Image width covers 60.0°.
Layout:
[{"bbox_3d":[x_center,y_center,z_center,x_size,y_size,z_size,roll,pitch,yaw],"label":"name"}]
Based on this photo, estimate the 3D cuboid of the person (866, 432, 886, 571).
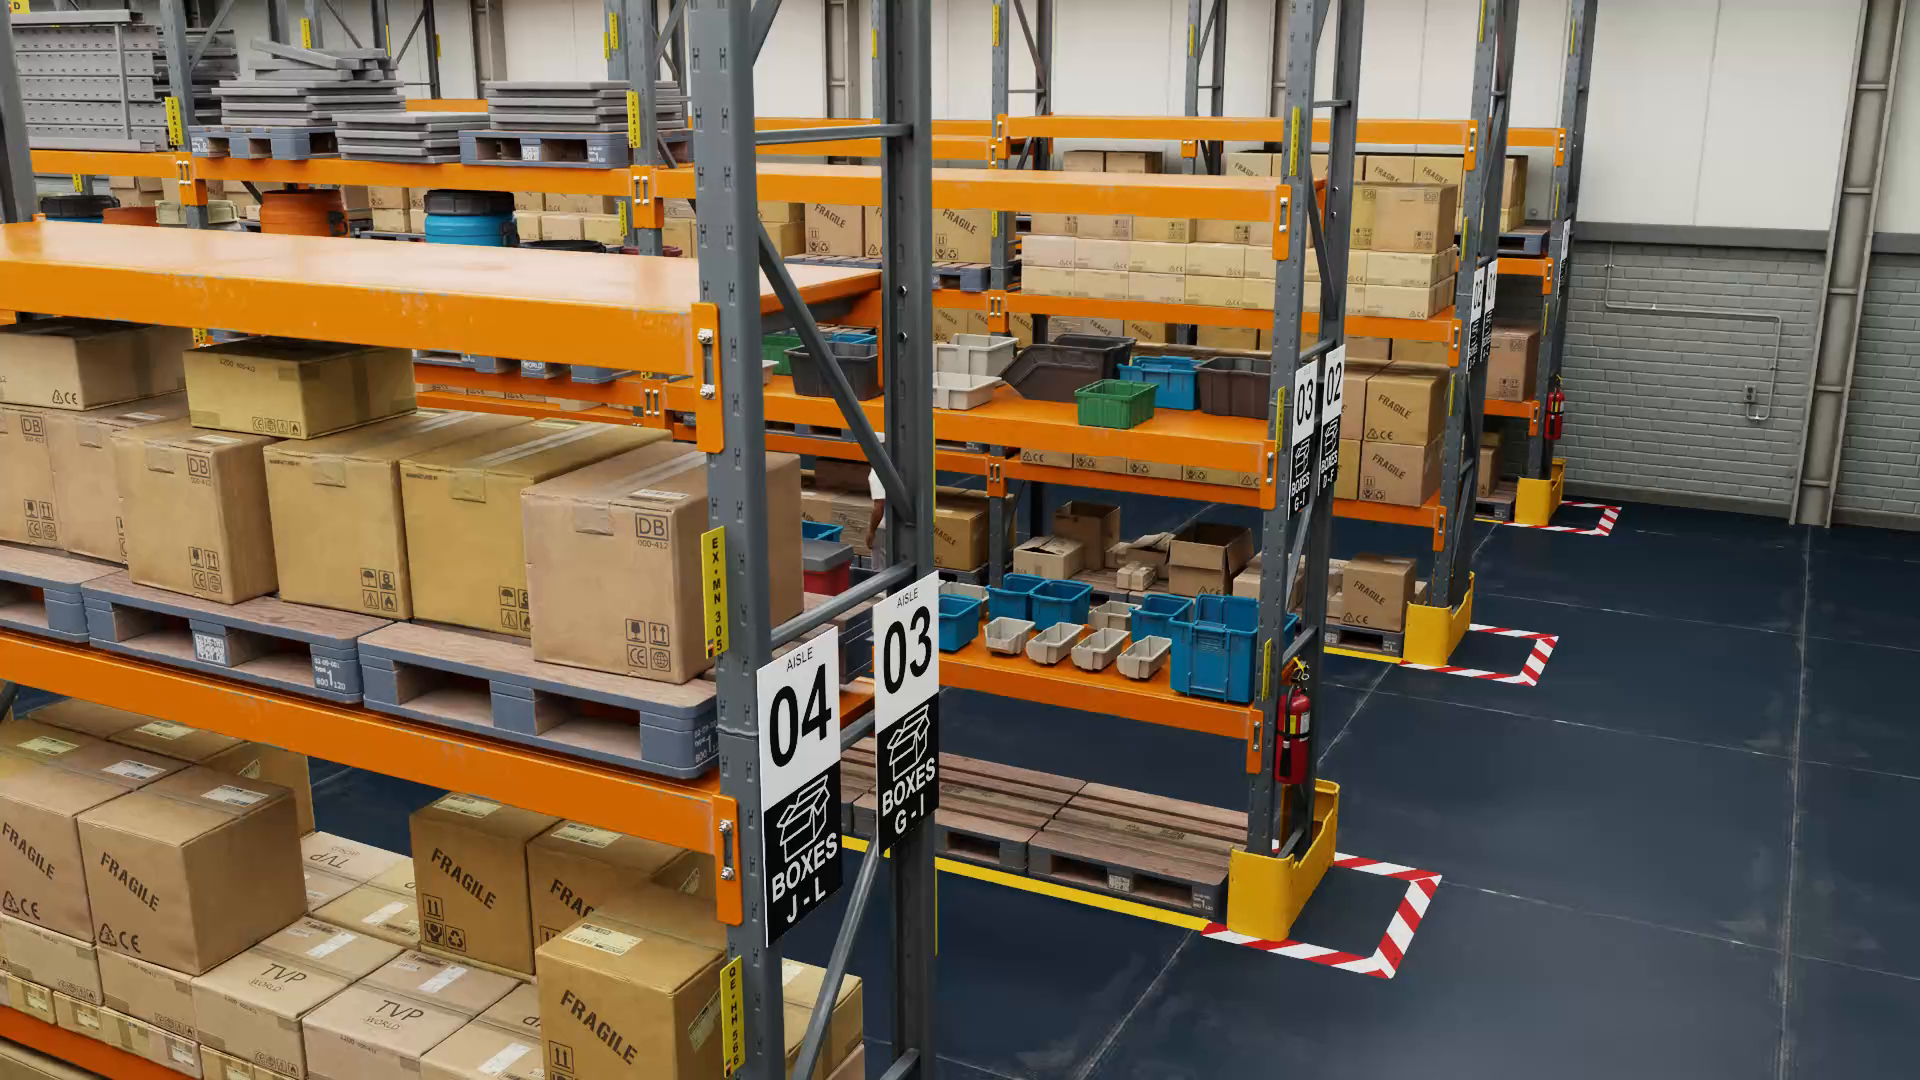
[{"bbox_3d":[-0.630,-0.140,14.492,0.457,1.761,0.628,7,17,24],"label":"person"}]
